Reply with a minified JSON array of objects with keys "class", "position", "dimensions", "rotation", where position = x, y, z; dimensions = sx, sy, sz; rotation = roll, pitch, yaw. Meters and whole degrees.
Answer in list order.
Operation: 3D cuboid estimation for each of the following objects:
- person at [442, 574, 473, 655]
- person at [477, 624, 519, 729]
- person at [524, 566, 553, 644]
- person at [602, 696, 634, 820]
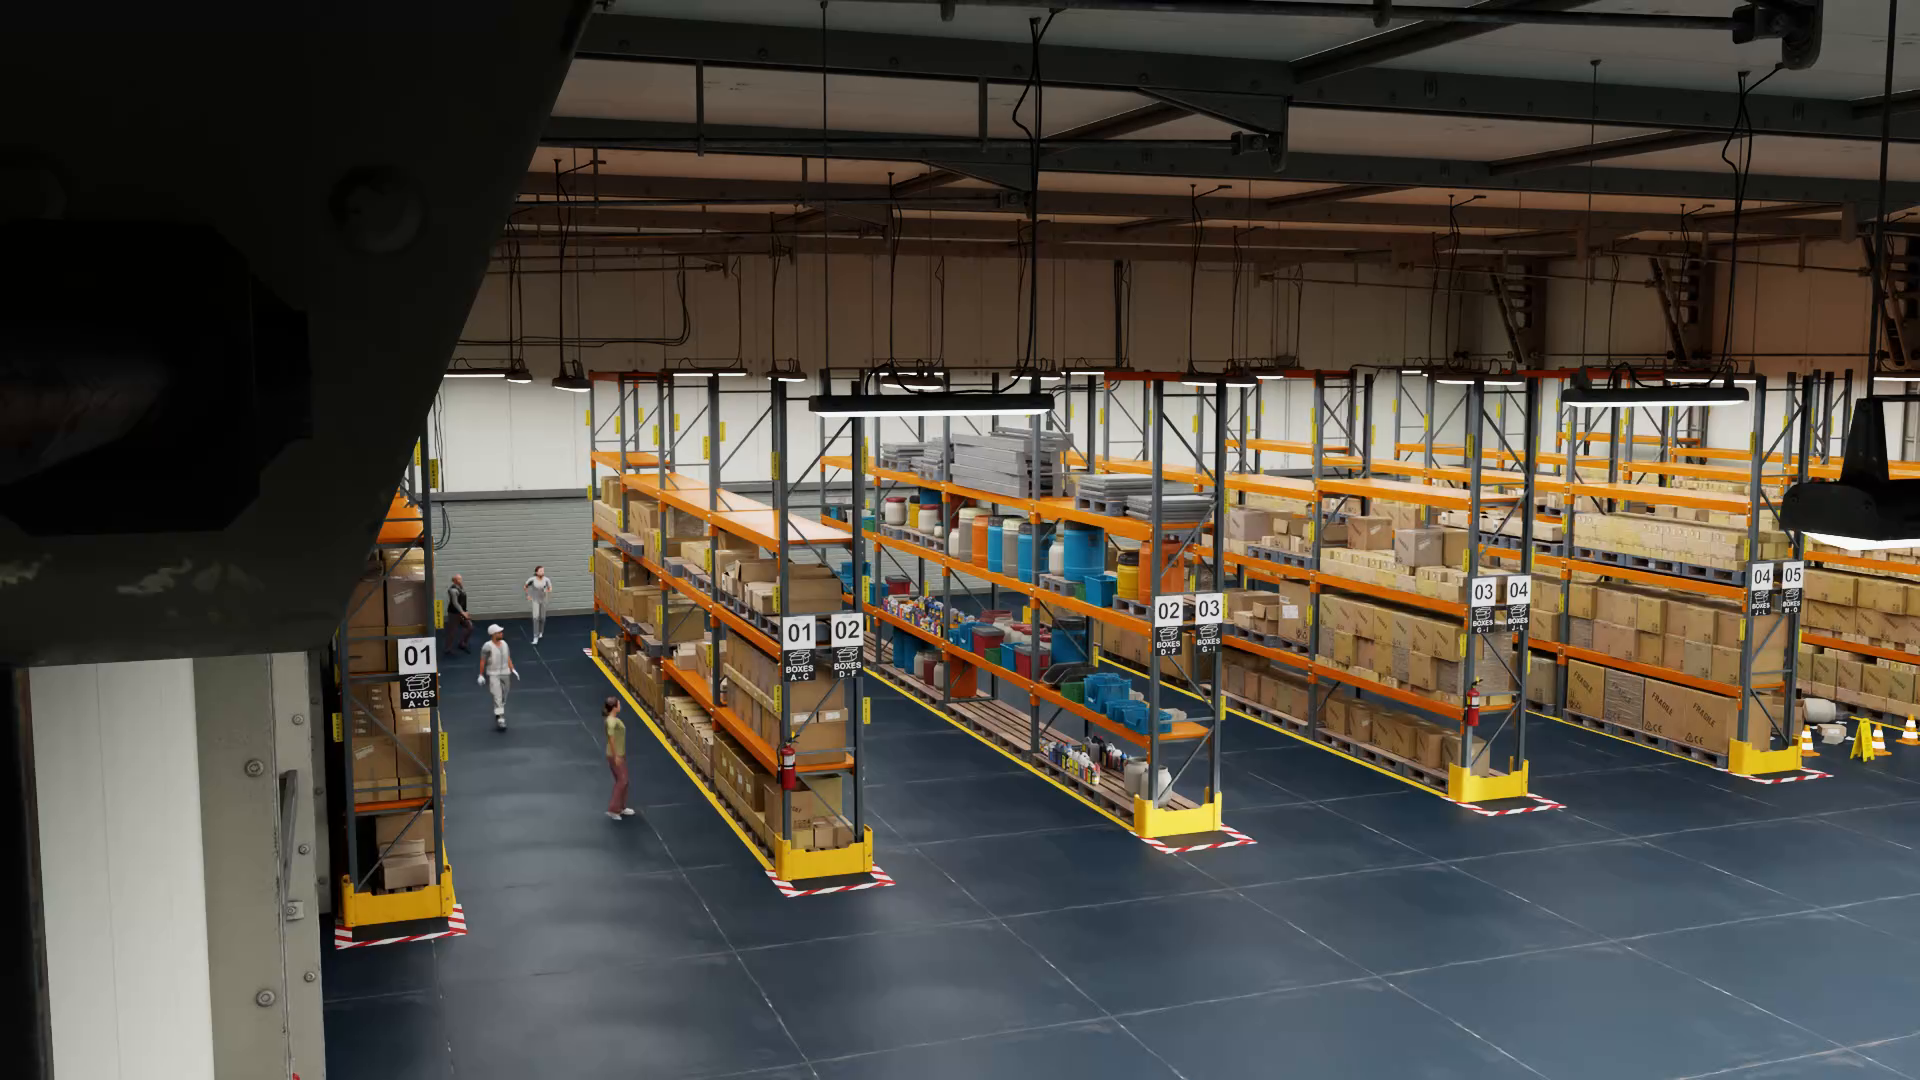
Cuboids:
[{"class":"person","position":[-10.595,1.577,35.014],"dimensions":[0.624,1.736,0.601],"rotation":[-1,6,-9]},{"class":"person","position":[-7.868,2.309,28.335],"dimensions":[0.707,1.754,1.023],"rotation":[-4,8,-32]},{"class":"person","position":[-9.317,1.409,36.798],"dimensions":[0.612,1.714,0.794],"rotation":[-2,7,-19]},{"class":"person","position":[-4.708,3.000,22.871],"dimensions":[0.417,1.735,0.515],"rotation":[0,6,-2]}]
